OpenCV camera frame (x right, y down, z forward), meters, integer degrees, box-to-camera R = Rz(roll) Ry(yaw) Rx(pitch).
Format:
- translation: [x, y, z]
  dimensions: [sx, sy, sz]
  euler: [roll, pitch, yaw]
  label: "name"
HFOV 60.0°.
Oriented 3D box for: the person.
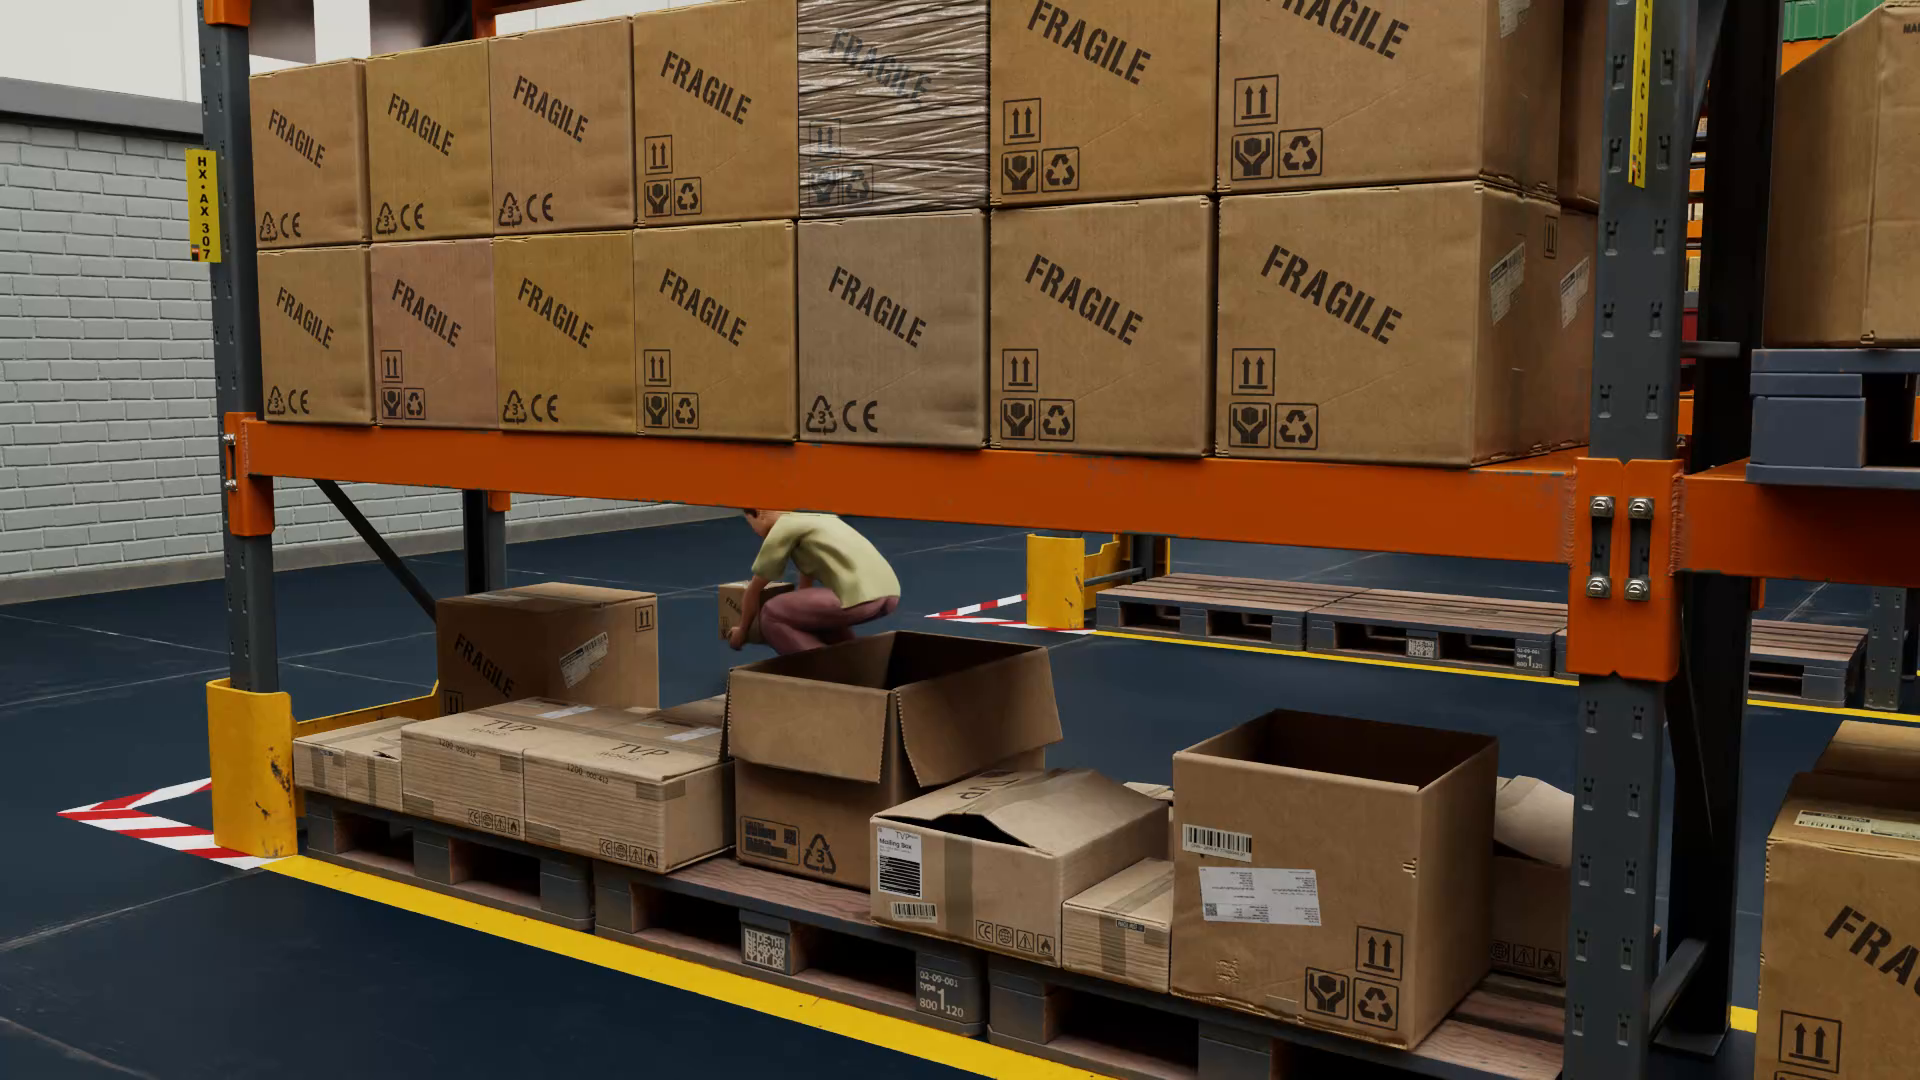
- translation: [-0.657, 0.212, 7.420]
  dimensions: [0.800, 0.936, 0.491]
  euler: [4, 8, 33]
  label: "person"
